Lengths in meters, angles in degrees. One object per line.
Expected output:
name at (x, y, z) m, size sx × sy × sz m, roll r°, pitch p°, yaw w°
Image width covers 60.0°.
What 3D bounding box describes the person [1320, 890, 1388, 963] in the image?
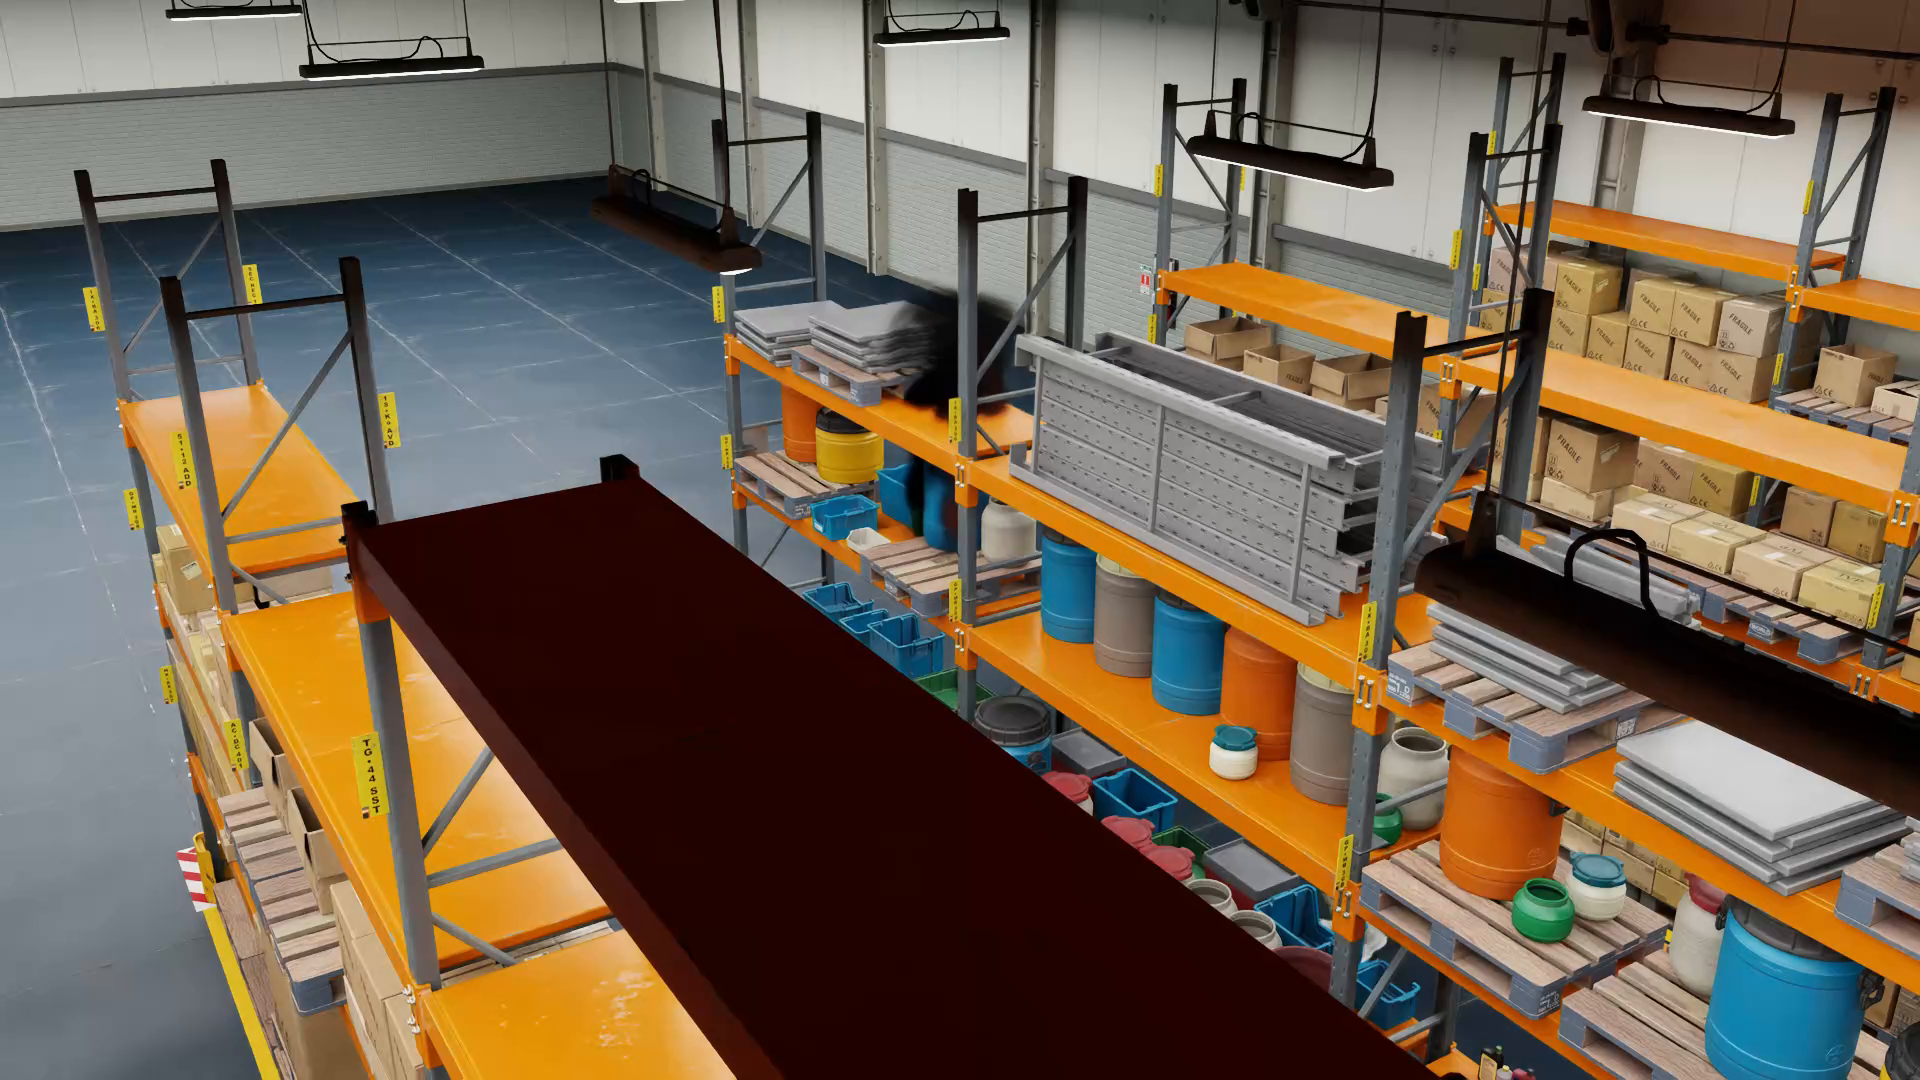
person at (3.050, 2.436, 13.143) m, size 0.910 × 1.628 × 0.719 m, roll 16°, pitch 27°, yaw 35°
